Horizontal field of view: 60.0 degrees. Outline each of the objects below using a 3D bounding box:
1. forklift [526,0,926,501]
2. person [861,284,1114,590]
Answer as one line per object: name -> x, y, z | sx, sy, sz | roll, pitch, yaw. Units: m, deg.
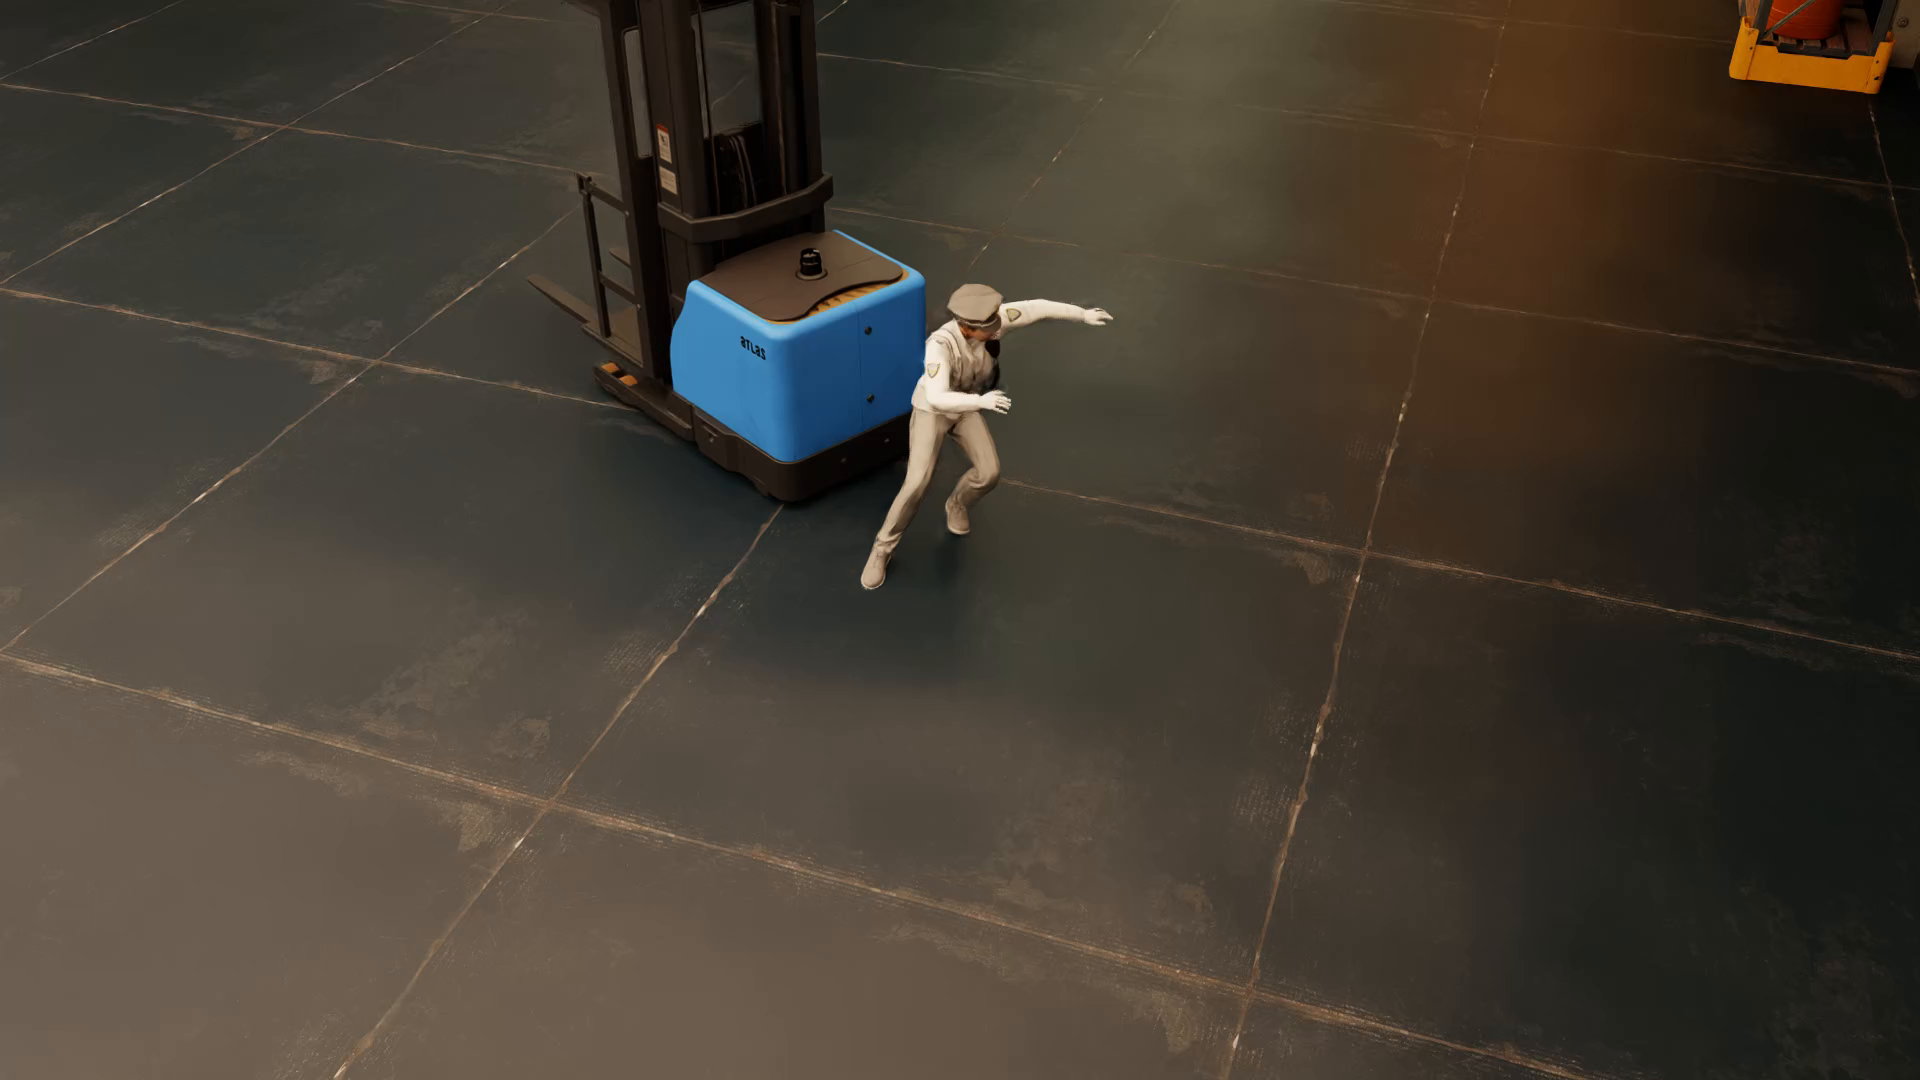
forklift -> -1.520, -2.170, 9.172 | 1.130, 2.935, 3.031 | -27, 44, -33
person -> 0.090, -0.609, 8.313 | 1.503, 1.394, 0.754 | -23, 41, -28
